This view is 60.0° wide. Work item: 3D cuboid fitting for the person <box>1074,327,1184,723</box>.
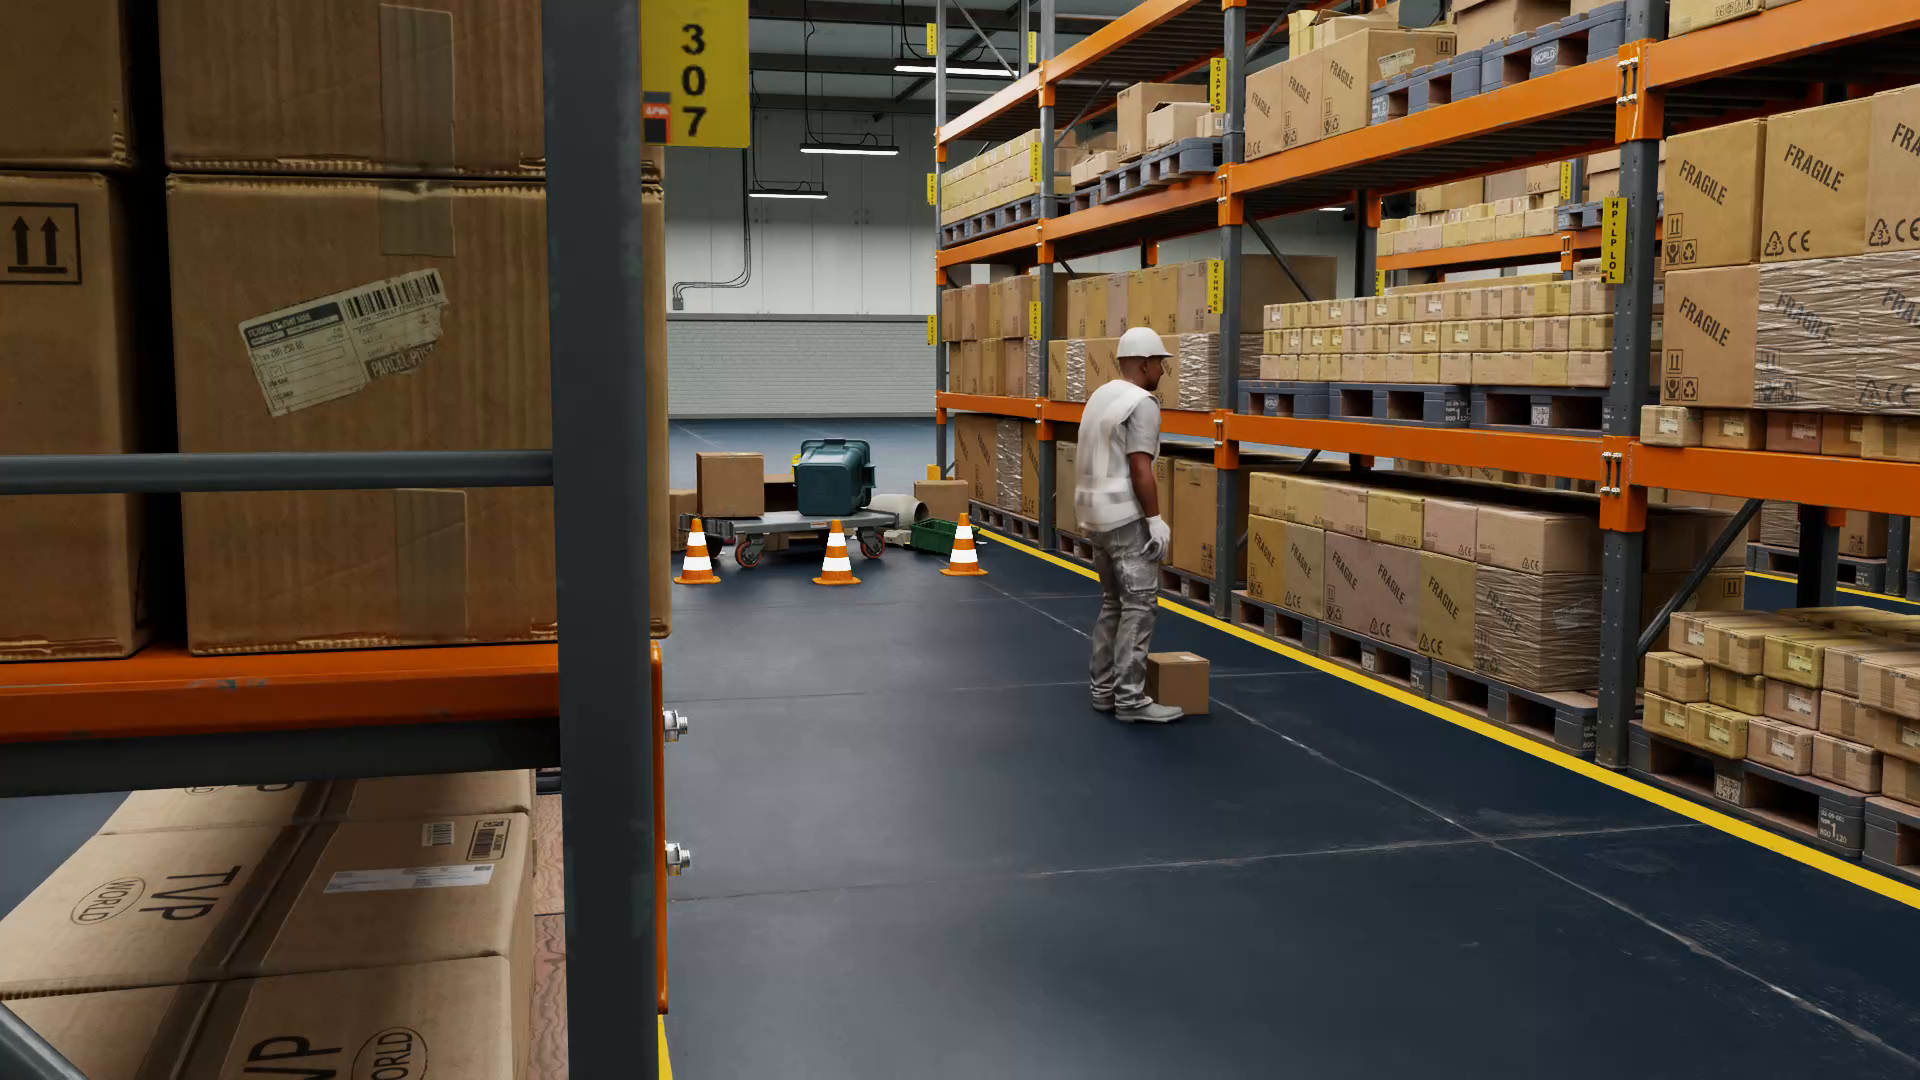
[{"bbox_3d":[0.770,-0.081,7.613,0.452,1.773,0.625,-2,6,-17],"label":"person"}]
